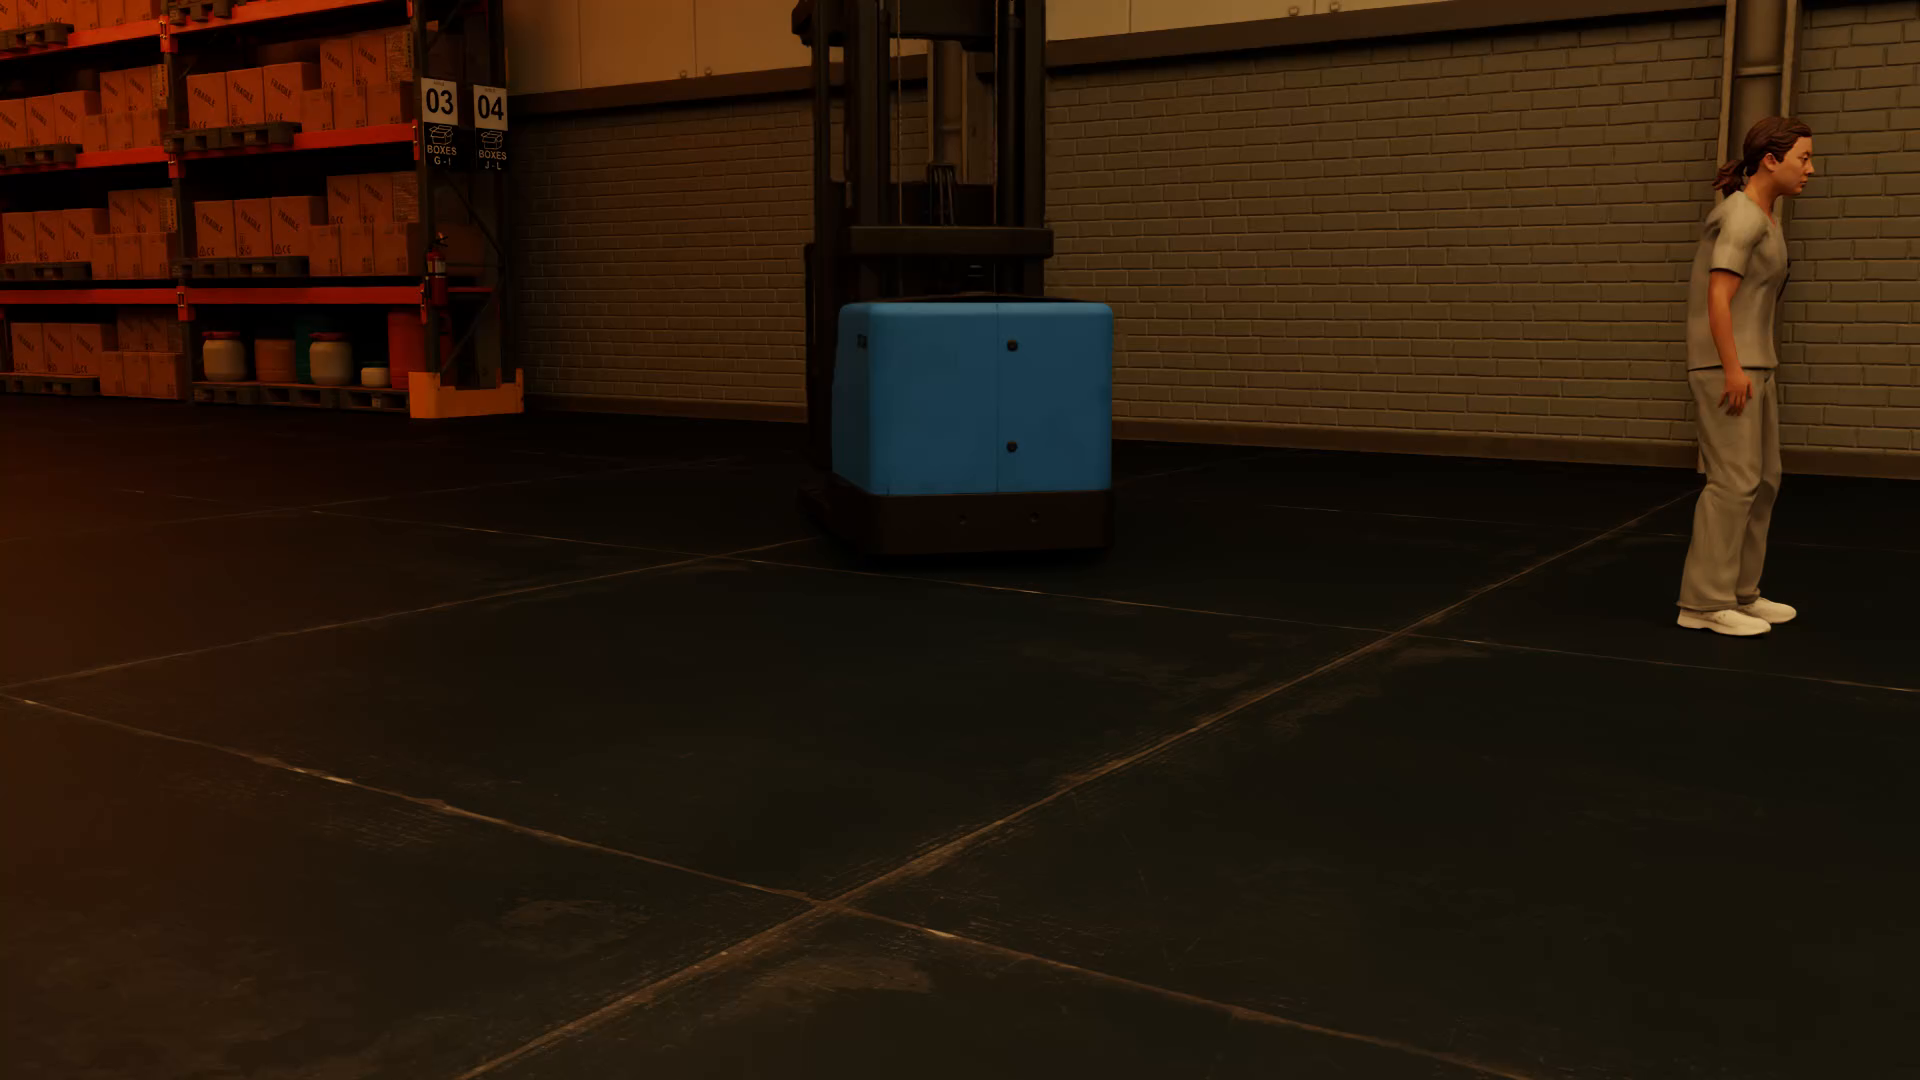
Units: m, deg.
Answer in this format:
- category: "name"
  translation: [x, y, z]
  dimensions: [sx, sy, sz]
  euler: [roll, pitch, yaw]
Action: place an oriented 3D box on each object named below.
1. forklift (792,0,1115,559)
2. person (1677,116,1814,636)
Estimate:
- category: "forklift"
  translation: [-0.199, -1.539, 8.015]
  dimensions: [1.130, 2.935, 3.031]
  euler: [-2, 8, -13]
- category: "person"
  translation: [2.594, -0.544, 5.496]
  dimensions: [0.364, 1.672, 0.486]
  euler: [6, 10, 37]
